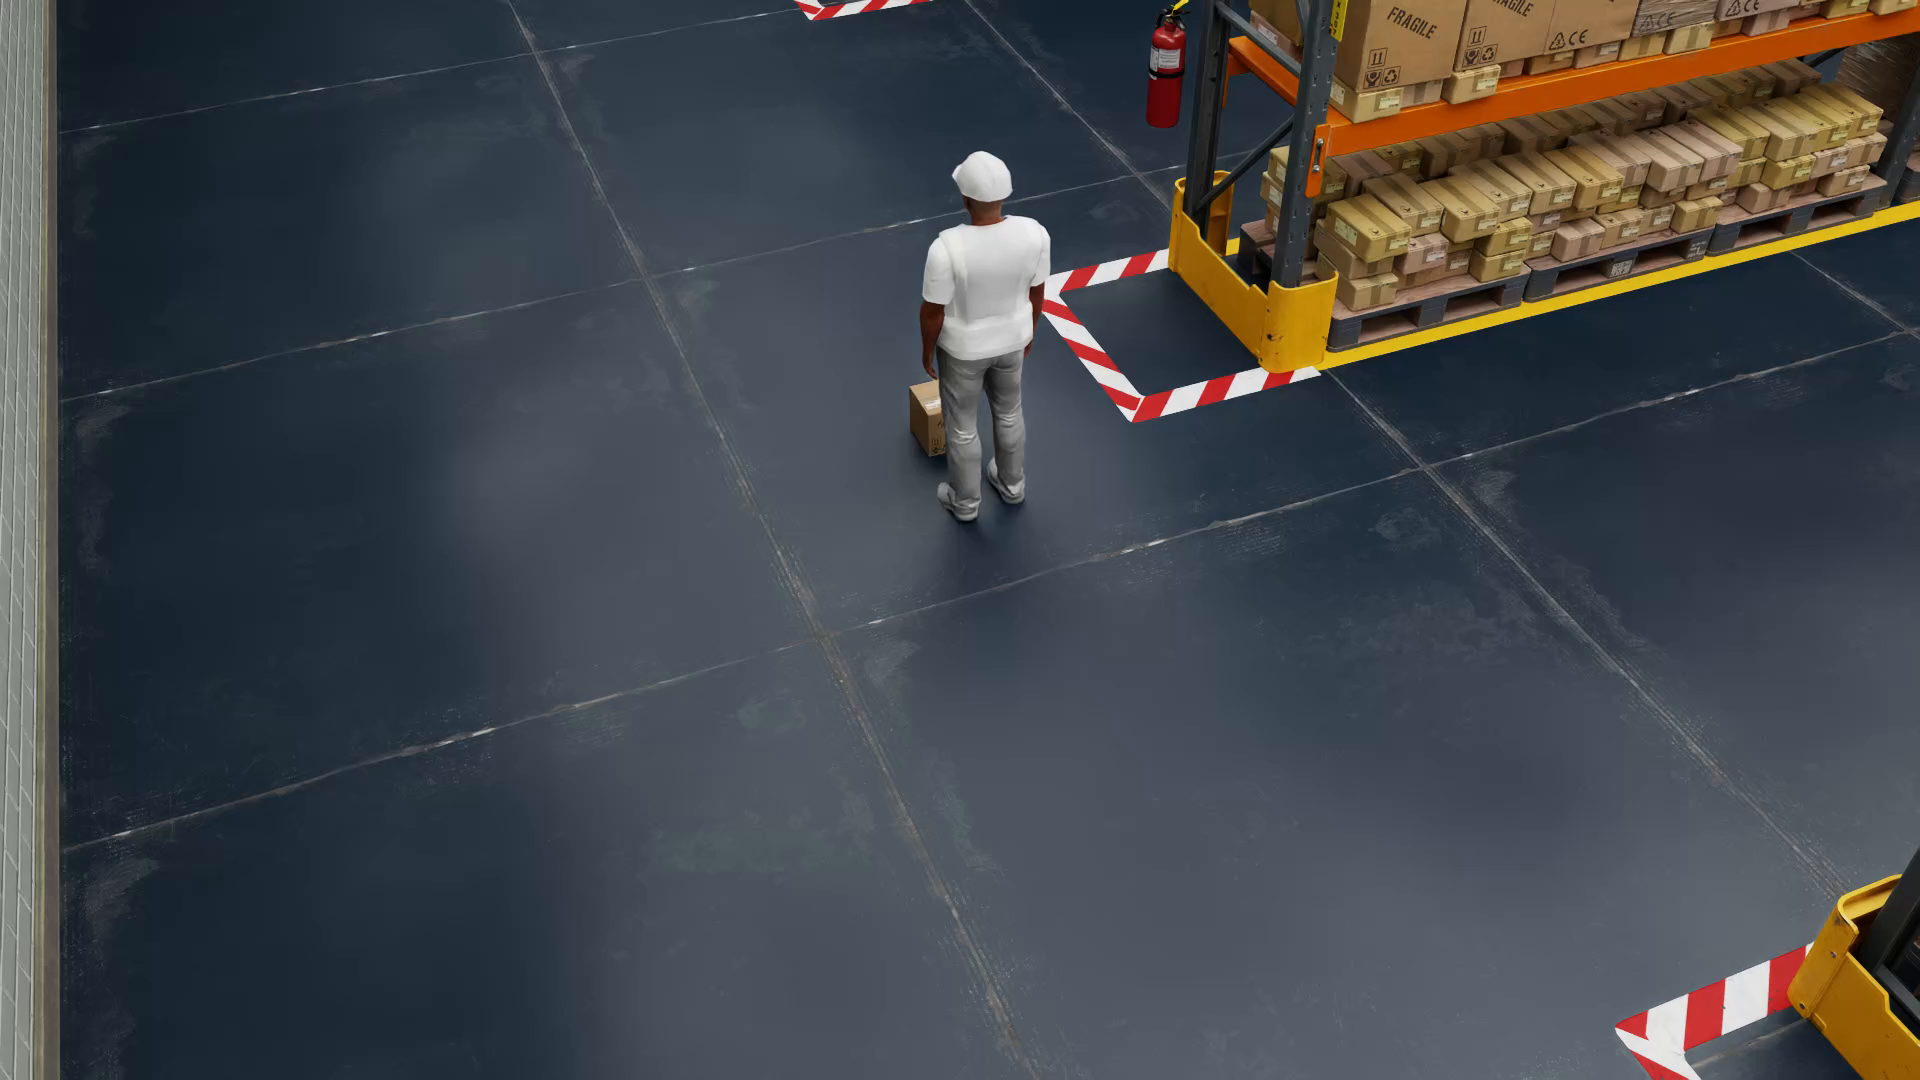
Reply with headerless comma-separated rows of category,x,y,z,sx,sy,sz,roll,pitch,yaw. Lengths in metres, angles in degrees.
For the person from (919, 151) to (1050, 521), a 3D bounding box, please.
person,0.088,-0.852,7.125,0.564,1.786,0.371,-14,43,-16
